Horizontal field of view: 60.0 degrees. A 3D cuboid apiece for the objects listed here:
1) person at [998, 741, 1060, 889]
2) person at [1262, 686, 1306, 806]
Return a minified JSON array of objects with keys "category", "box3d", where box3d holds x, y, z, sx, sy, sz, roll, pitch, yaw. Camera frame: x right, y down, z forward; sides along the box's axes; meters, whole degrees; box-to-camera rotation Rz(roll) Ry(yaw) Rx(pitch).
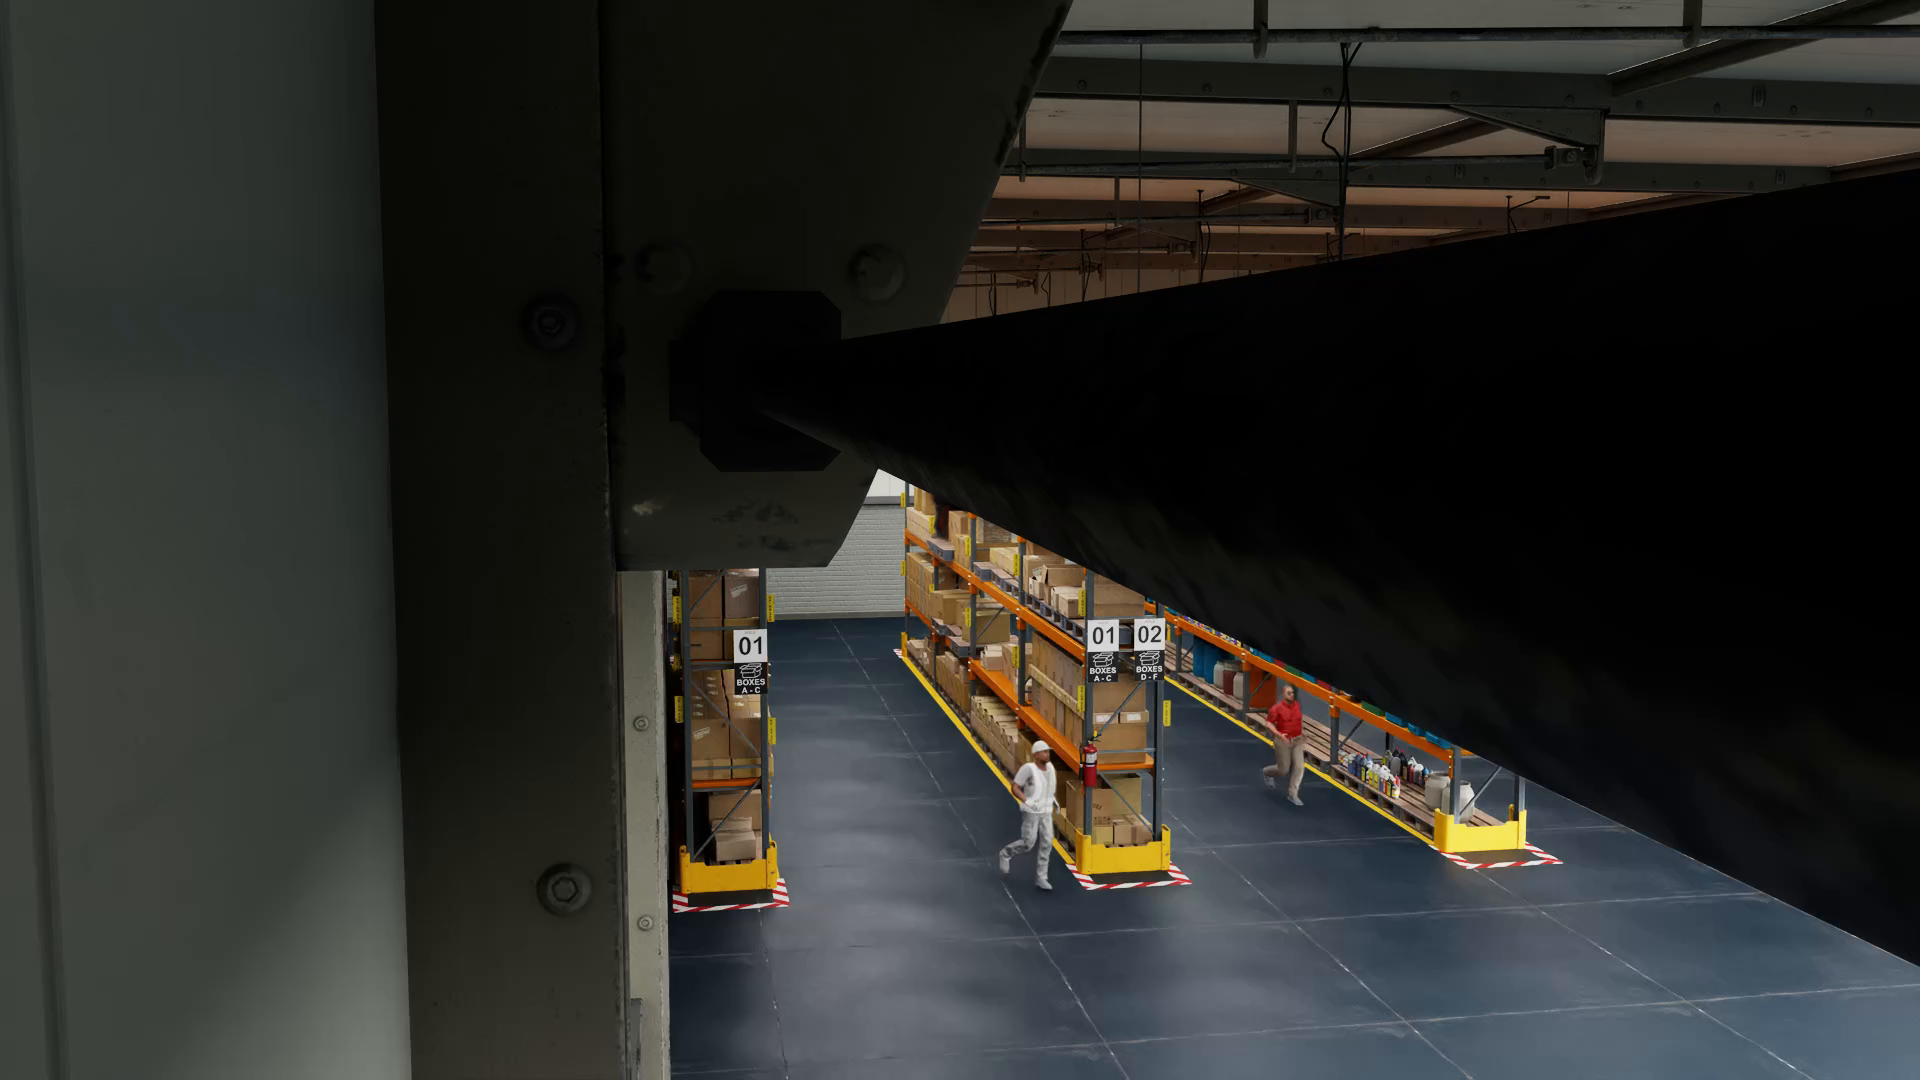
[{"category":"person","box3d":[0.967,3.342,20.475,0.744,1.737,0.904,-5,8,-40]},{"category":"person","box3d":[4.780,2.977,24.362,0.663,1.717,0.816,-3,6,-24]}]
